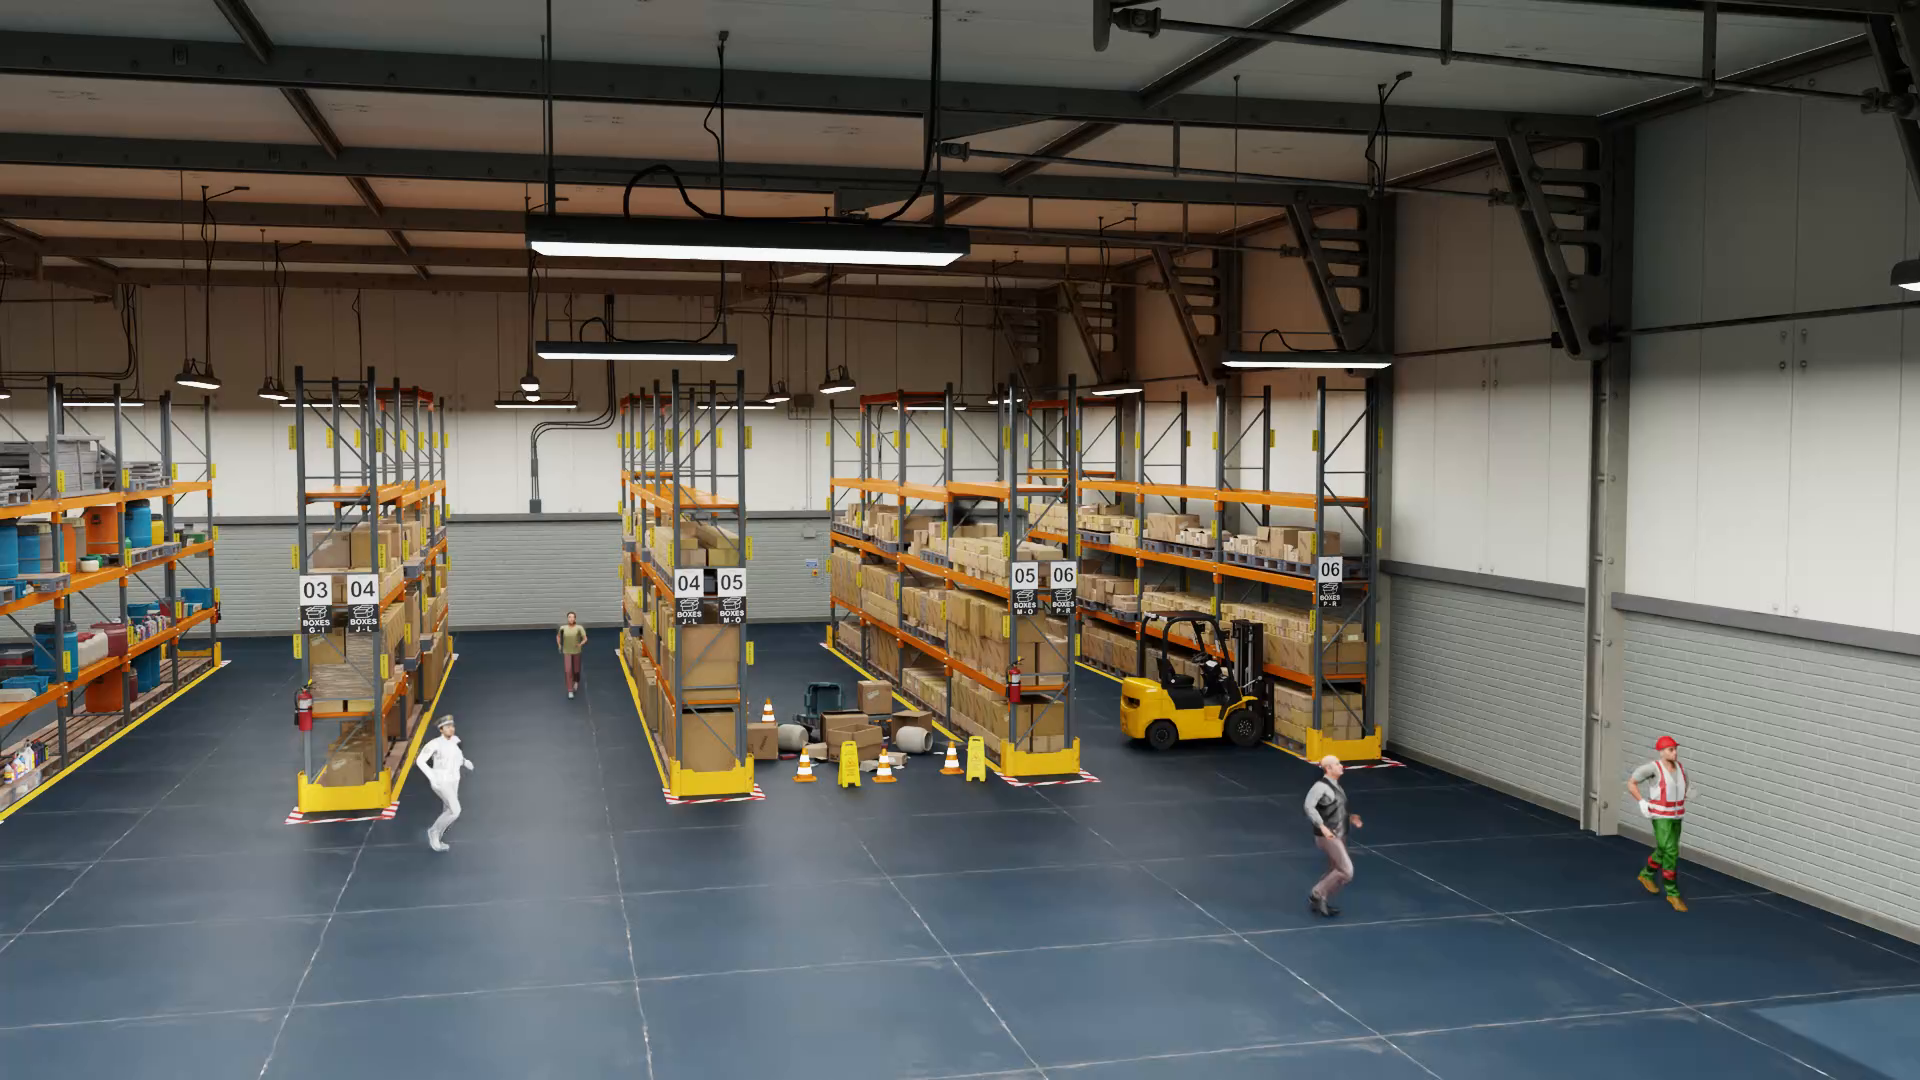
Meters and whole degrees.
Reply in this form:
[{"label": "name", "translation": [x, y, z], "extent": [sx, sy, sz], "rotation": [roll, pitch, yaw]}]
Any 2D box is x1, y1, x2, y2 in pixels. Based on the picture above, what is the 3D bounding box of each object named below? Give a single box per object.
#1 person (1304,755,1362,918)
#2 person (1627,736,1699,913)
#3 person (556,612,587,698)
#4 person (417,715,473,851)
[{"label": "person", "translation": [3.934, 3.116, 17.462], "extent": [0.542, 1.706, 0.642], "rotation": [2, 4, 30]}, {"label": "person", "translation": [7.627, 3.025, 17.991], "extent": [0.640, 1.823, 0.814], "rotation": [-1, 4, -22]}, {"label": "person", "translation": [-7.606, 2.220, 32.582], "extent": [0.604, 1.647, 0.907], "rotation": [-1, 3, -11]}, {"label": "person", "translation": [-6.217, 2.954, 20.266], "extent": [0.585, 1.660, 0.593], "rotation": [2, 4, 25]}]
